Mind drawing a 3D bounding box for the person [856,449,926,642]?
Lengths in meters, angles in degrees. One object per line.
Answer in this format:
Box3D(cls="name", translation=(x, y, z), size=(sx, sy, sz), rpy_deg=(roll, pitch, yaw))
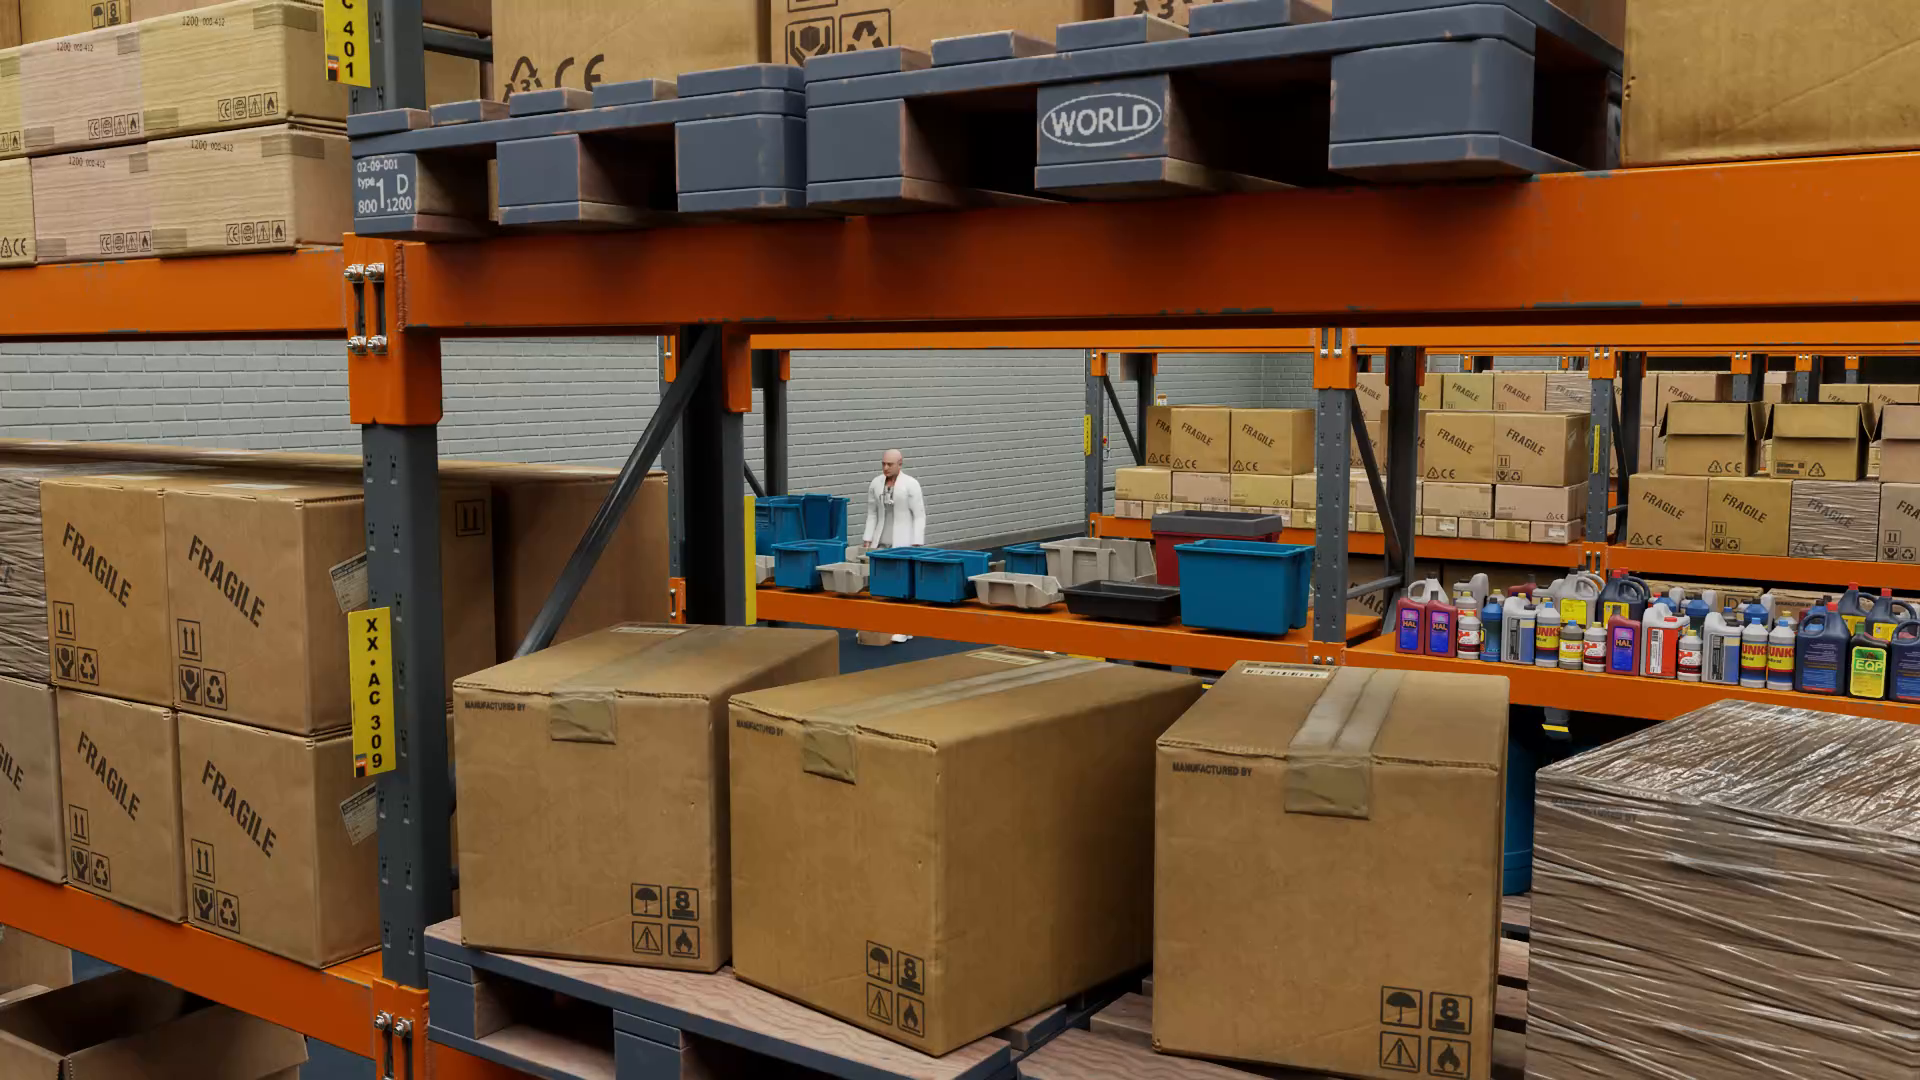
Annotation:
Box3D(cls="person", translation=(-0.619, 0.044, 15.359), size=(0.648, 1.772, 0.429), rpy_deg=(4, 7, 30))
